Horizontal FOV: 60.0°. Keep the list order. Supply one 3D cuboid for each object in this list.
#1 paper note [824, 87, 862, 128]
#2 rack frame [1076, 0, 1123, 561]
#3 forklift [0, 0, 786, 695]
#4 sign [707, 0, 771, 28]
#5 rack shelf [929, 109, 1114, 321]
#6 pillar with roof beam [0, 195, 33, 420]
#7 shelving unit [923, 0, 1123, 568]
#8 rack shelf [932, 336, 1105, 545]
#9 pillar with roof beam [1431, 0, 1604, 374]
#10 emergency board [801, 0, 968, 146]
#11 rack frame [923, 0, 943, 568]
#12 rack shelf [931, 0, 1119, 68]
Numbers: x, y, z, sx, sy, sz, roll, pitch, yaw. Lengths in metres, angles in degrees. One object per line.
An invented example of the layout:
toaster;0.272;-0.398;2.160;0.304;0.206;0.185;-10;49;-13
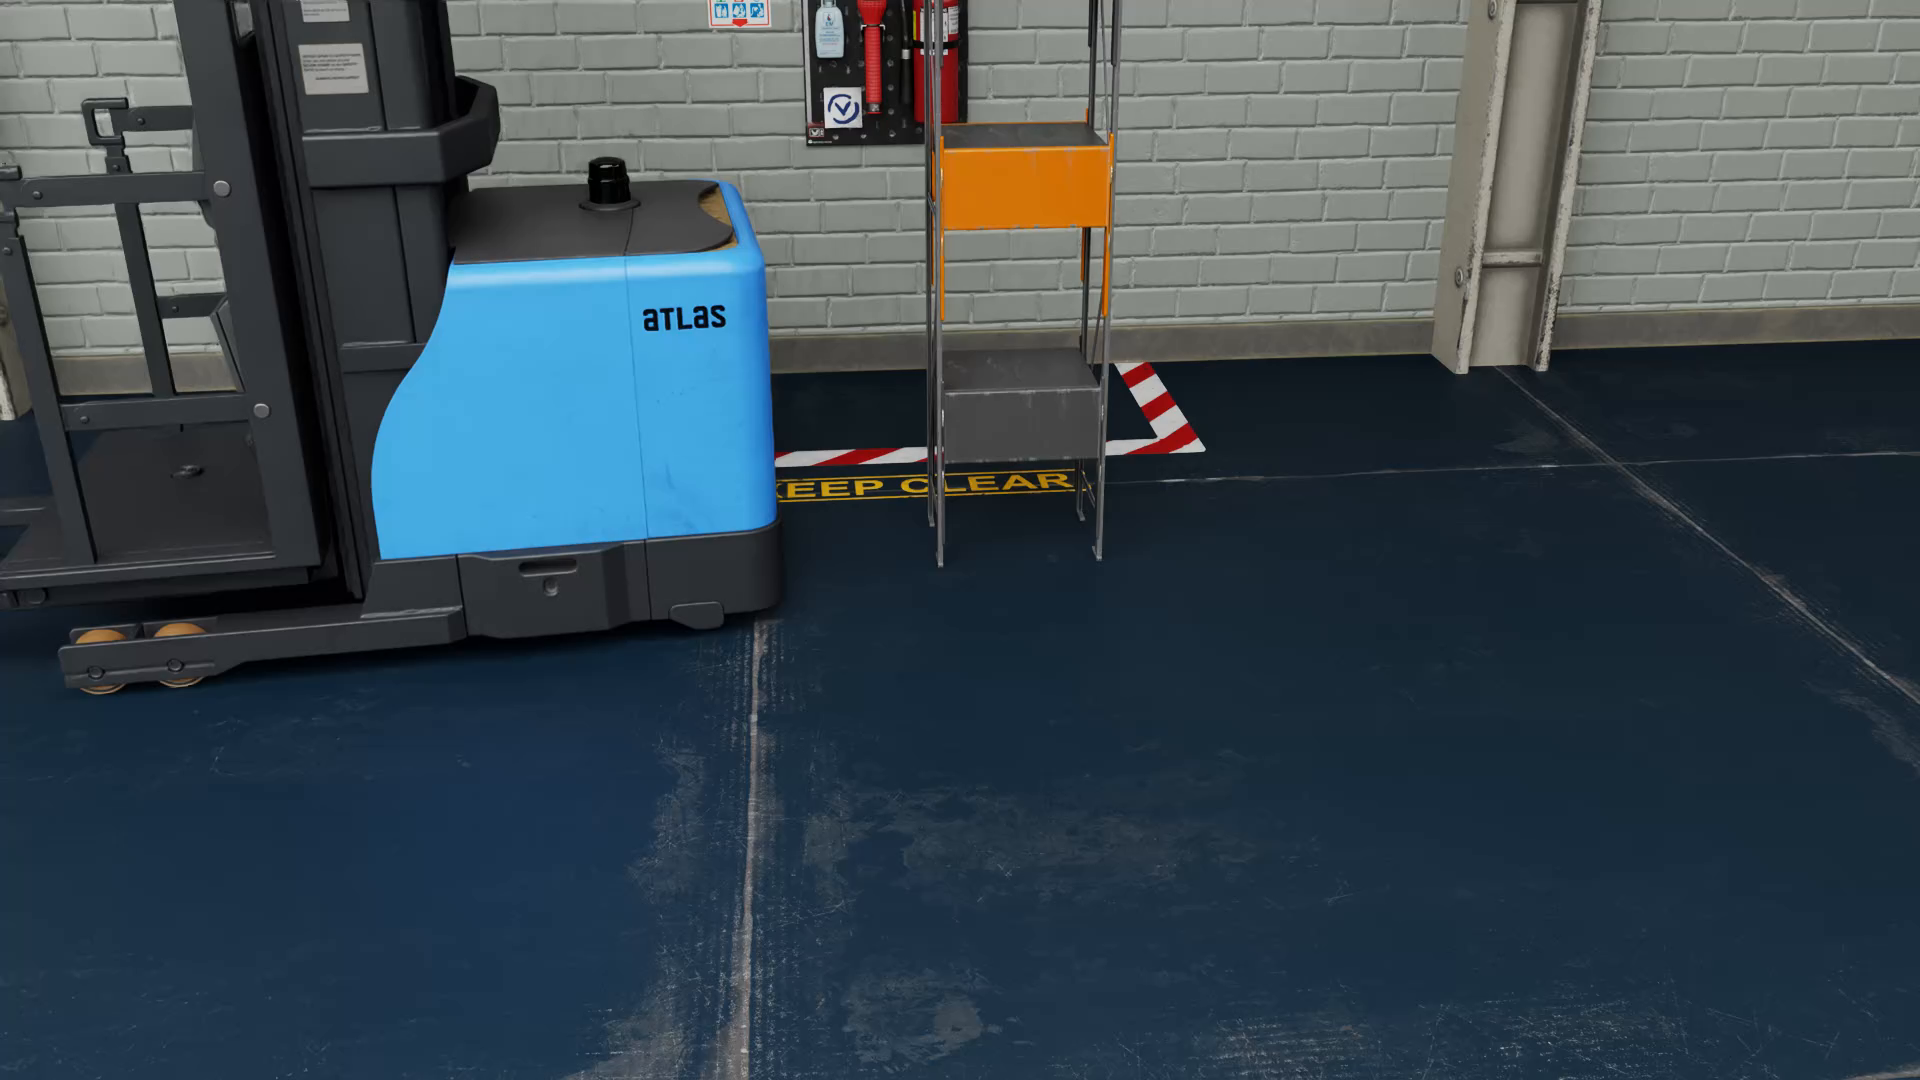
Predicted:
paper note;-0.447;-1.653;6.361;0.142;0.148;0.016;-2;24;-5
rack frame;0.408;-0.976;4.860;0.015;2.100;0.400;-2;24;-5
forklift;-2.065;-1.170;4.273;3.031;2.935;1.130;-5;24;-10
sign;-0.825;-2.071;6.172;0.234;0.329;0.001;-2;24;-5
rack shelf;0.165;-0.954;4.844;0.480;0.518;0.431;-2;24;-5
pillar with roof beam;-3.349;-2.880;0.650;0.400;9.000;9.100;-2;24;-5
shelving unit;0.165;-0.966;4.838;0.503;2.100;0.431;-2;24;-5
rack shelf;0.165;-0.314;5.128;0.480;0.518;0.431;-2;24;-5
pillar with roof beam;2.622;-3.119;1.189;0.400;9.000;9.100;-2;24;-5
emergency board;-0.264;-2.035;6.135;0.643;1.169;0.194;-2;24;-5
rack frame;-0.078;-0.956;4.817;0.015;2.100;0.400;-2;24;-5
rack shelf;0.165;-1.593;4.560;0.480;0.518;0.431;-2;24;-5
